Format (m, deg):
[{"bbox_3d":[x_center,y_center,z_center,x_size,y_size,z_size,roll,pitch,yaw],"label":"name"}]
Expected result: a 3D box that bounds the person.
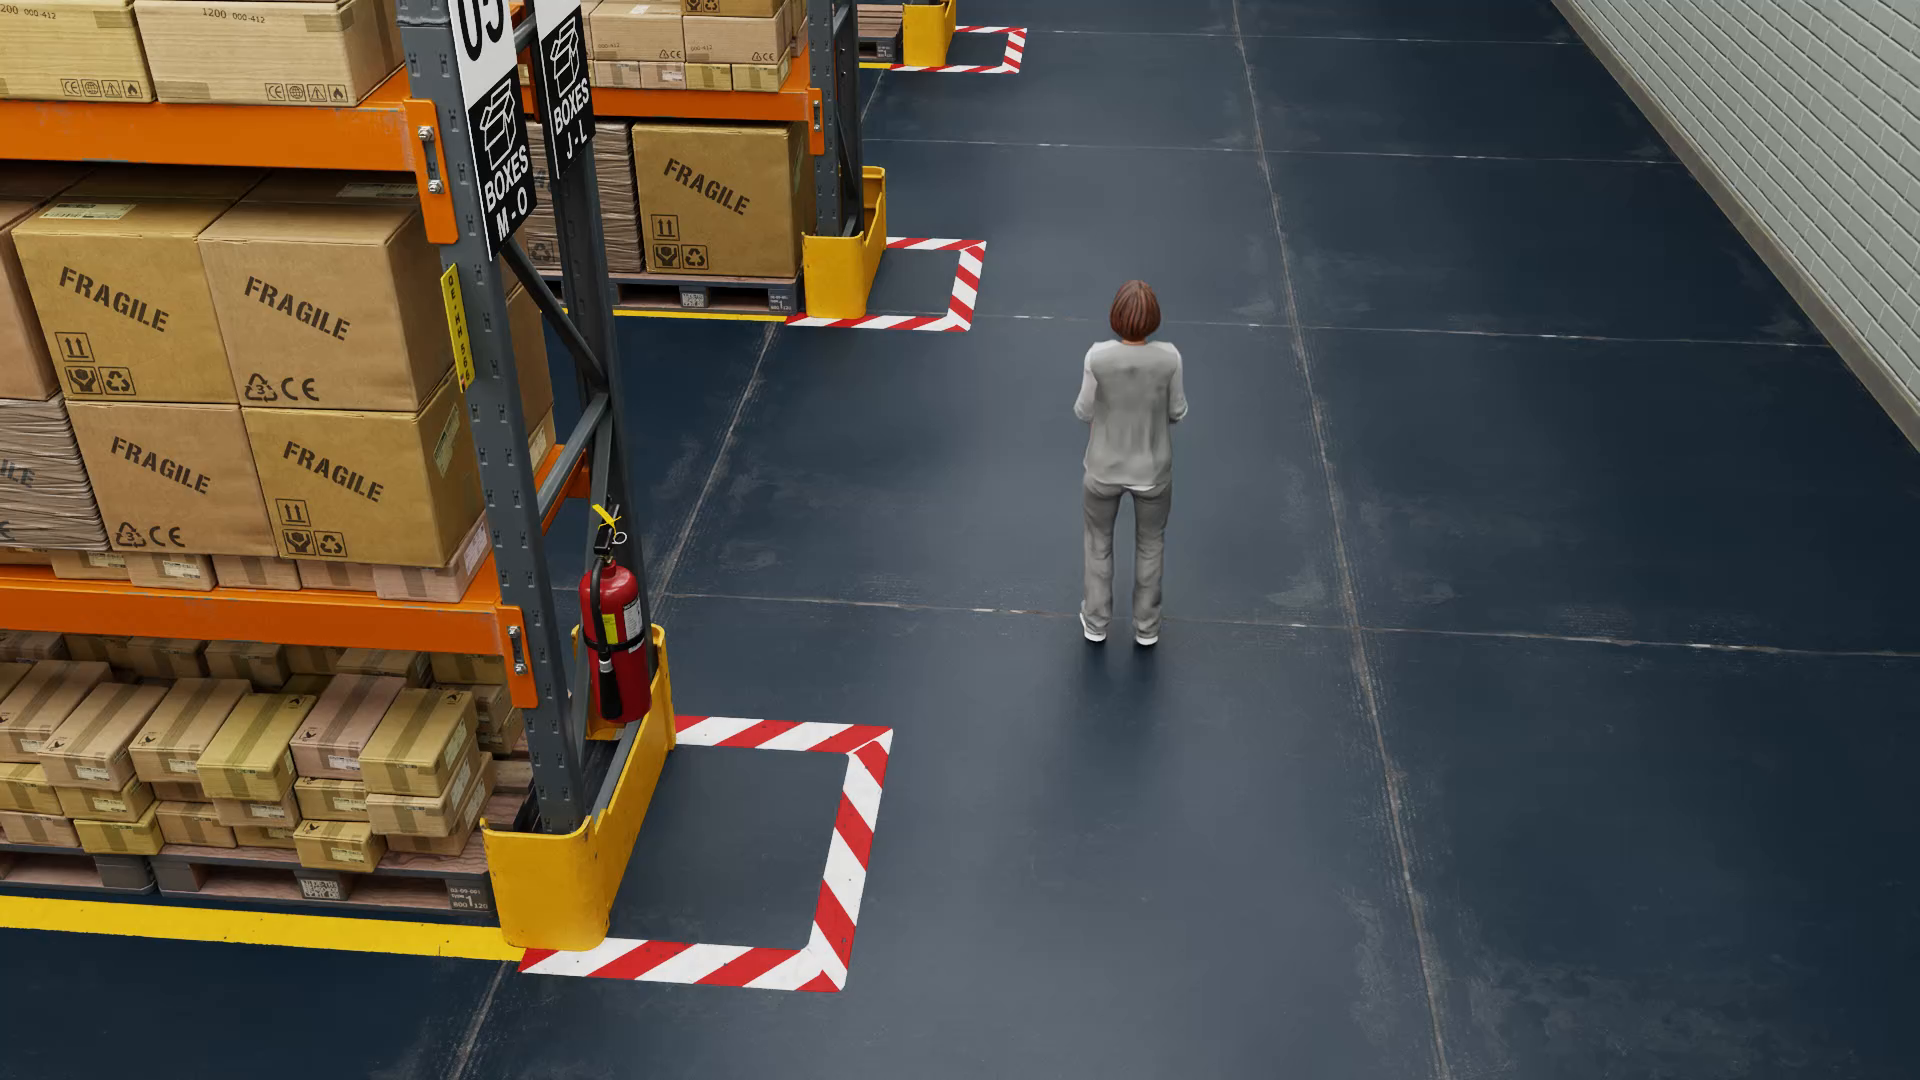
[{"bbox_3d":[0.669,-0.324,6.649,0.438,1.602,0.471,2,32,4],"label":"person"}]
